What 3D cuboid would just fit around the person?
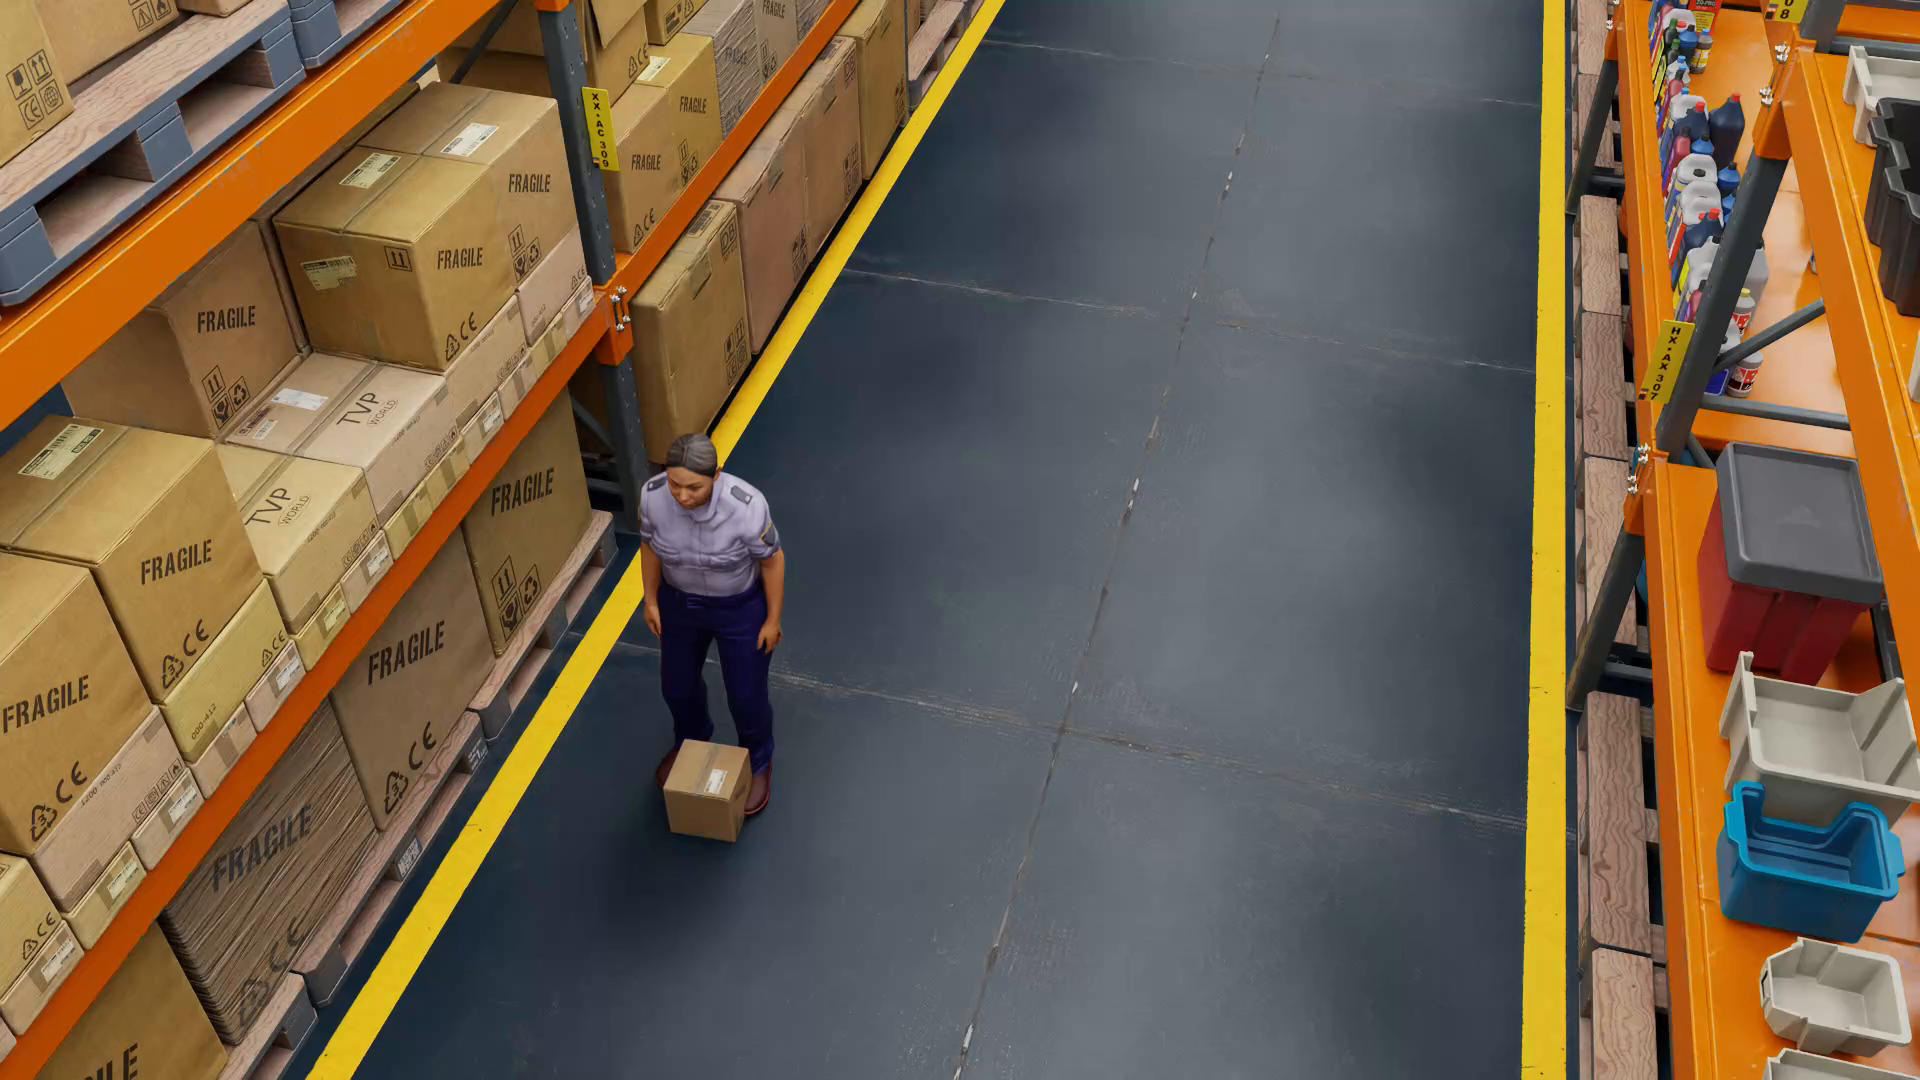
[{"bbox_3d":[-0.882,0.267,5.860,0.546,1.650,0.424,8,42,9],"label":"person"}]
